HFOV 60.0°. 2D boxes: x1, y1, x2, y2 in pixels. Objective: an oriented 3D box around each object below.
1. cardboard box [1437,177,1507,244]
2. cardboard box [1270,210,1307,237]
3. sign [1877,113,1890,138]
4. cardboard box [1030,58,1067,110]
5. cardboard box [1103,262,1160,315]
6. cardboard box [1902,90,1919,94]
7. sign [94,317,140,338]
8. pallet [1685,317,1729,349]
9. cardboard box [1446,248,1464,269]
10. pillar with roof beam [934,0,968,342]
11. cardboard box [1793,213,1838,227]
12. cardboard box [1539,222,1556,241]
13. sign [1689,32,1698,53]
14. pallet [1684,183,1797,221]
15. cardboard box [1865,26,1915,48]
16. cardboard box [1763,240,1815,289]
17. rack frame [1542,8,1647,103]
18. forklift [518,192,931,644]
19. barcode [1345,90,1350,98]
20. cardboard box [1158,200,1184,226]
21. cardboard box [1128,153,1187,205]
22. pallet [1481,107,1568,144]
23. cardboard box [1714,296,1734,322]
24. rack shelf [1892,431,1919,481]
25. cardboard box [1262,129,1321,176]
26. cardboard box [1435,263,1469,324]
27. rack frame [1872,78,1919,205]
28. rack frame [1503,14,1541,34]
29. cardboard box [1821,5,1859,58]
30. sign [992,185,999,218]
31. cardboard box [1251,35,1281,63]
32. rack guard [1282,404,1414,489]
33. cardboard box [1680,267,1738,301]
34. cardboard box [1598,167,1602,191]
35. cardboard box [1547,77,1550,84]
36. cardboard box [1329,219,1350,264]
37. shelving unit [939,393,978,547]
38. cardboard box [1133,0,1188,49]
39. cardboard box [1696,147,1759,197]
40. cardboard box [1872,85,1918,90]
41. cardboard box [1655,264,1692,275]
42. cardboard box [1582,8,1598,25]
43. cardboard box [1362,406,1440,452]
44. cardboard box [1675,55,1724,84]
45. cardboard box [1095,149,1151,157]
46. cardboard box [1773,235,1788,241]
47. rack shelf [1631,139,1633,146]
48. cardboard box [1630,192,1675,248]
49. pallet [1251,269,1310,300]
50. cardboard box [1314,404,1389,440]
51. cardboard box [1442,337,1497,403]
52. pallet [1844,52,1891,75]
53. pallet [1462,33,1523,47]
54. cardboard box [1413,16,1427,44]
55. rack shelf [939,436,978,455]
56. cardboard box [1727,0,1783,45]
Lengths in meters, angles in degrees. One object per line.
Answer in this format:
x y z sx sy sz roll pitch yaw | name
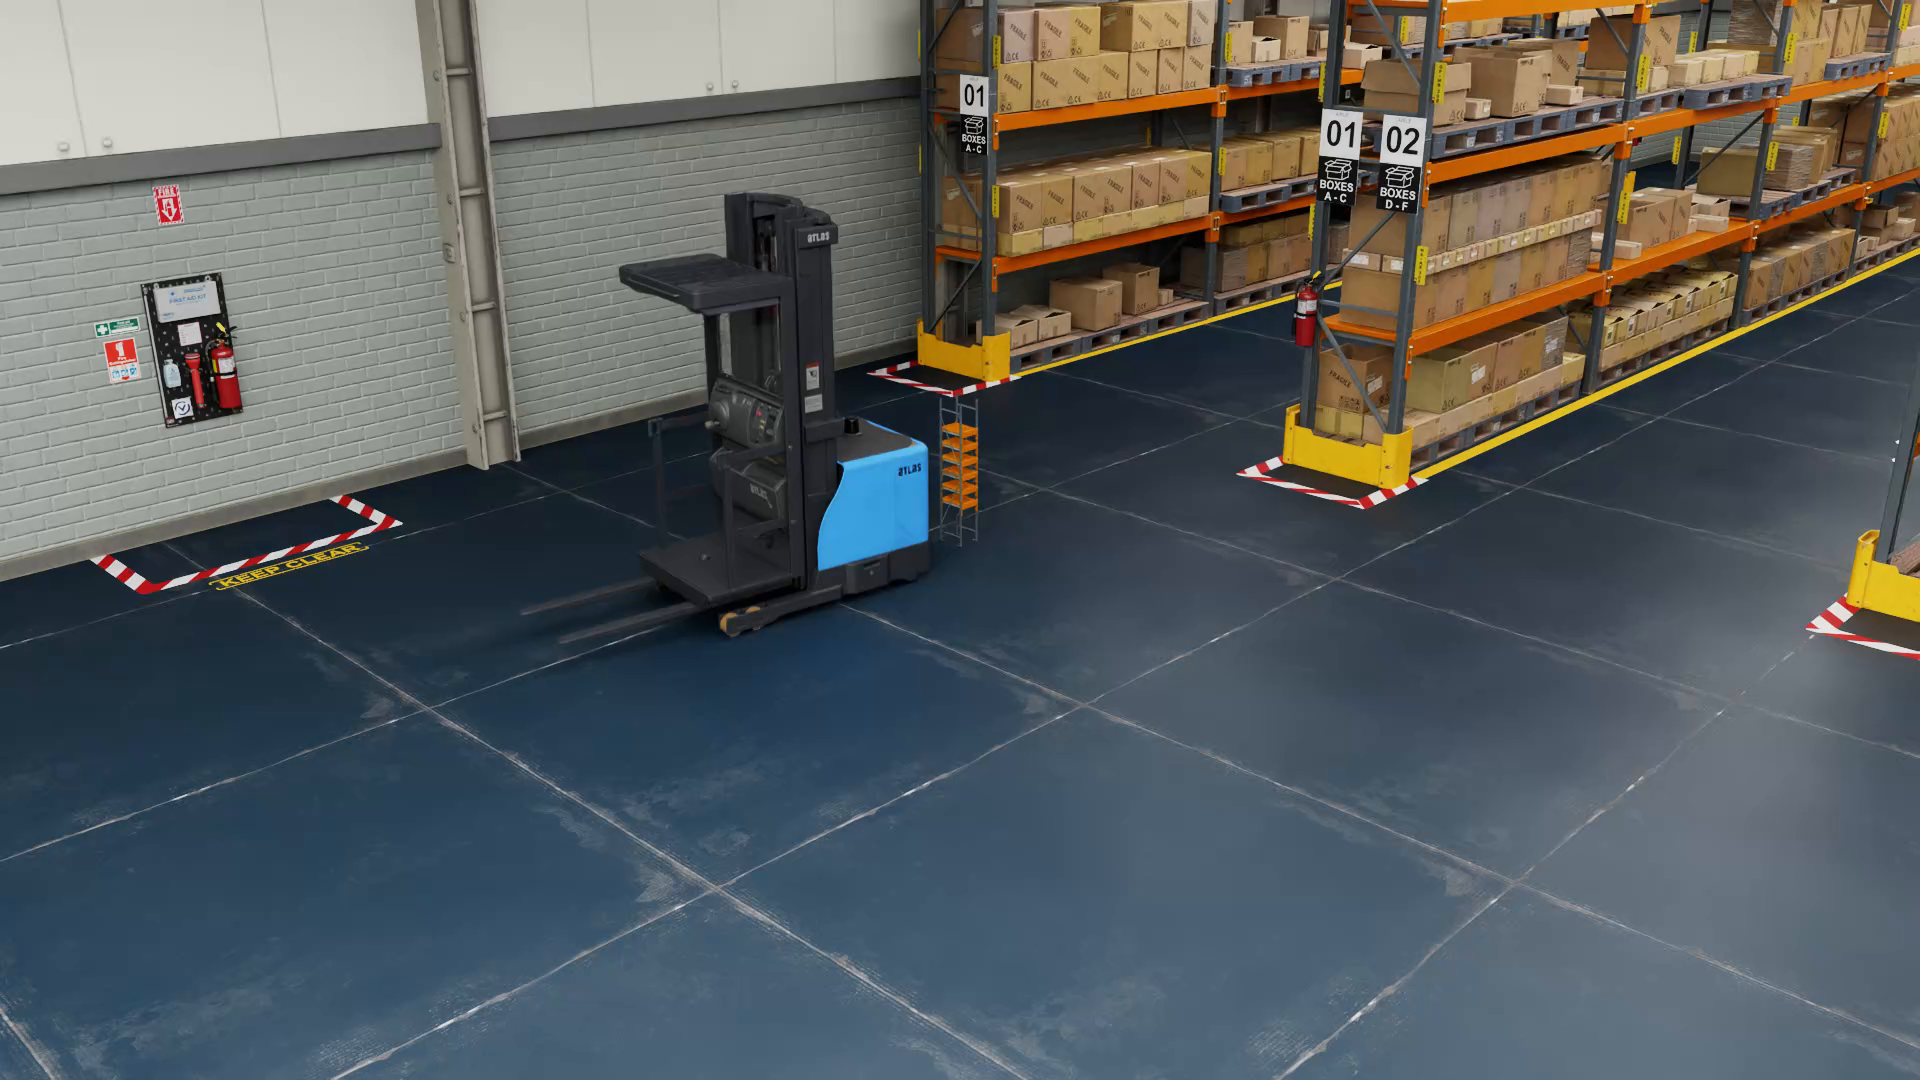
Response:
4.618 -3.086 15.475 0.700 0.500 0.500 19 28 41 | cardboard box
4.298 -4.259 22.299 0.500 0.250 0.500 19 28 40 | cardboard box
12.303 -5.524 22.152 0.100 0.325 0.005 19 28 41 | sign
0.793 -4.885 17.754 0.500 0.500 0.500 -18 27 -39 | cardboard box
2.075 -3.066 20.241 0.500 0.500 0.500 17 27 37 | cardboard box
13.870 -6.216 24.032 0.500 0.500 0.500 -19 28 -41 | cardboard box
-6.538 -1.651 12.901 0.001 0.109 0.331 19 28 41 | sign
8.511 -2.590 20.019 1.003 0.211 1.213 19 28 41 | pallet
4.317 -2.566 15.026 0.380 0.149 0.250 19 28 41 | cardboard box
2.933 -5.395 15.069 9.100 9.000 0.400 19 28 41 | pillar with roof beam
12.097 -4.378 23.655 0.500 0.500 0.500 19 28 41 | cardboard box
5.575 -3.030 16.234 0.380 0.149 0.250 19 28 40 | cardboard box
8.725 -5.871 19.768 0.100 0.325 0.005 19 28 41 | sign
9.535 -4.196 20.578 1.213 0.211 1.003 19 28 41 | pallet
12.420 -6.748 22.282 0.500 0.250 0.500 19 28 41 | cardboard box
10.710 -3.577 21.570 0.500 0.500 0.500 18 27 39 | cardboard box
6.322 -5.866 16.293 1.000 3.000 0.127 19 28 41 | rack frame
-1.699 -0.897 11.823 3.031 2.935 1.130 -16 26 -35 | forklift
3.397 -3.907 14.567 0.001 0.075 0.075 19 28 41 | barcode
2.304 -3.920 19.773 0.500 0.250 0.500 19 28 41 | cardboard box
2.318 -4.265 19.626 0.500 0.500 0.500 19 28 40 | cardboard box
4.895 -3.886 15.447 1.003 0.211 1.213 19 28 41 | pallet
8.921 -2.810 19.951 0.500 0.250 0.500 -19 28 -41 | cardboard box
8.474 -0.975 12.933 1.077 0.370 4.000 19 28 41 | rack shelf
4.387 -5.135 22.002 0.700 0.500 0.500 19 28 41 | cardboard box
4.230 -2.337 15.334 0.500 0.500 0.700 -19 28 -41 | cardboard box
14.694 -6.150 25.394 1.000 3.000 0.127 19 28 41 | rack frame
8.351 -9.161 24.866 1.000 3.000 0.127 19 28 41 | rack frame
11.049 -6.523 21.319 0.600 0.600 0.600 19 28 40 | cardboard box
0.369 -3.544 17.408 0.100 0.325 0.005 19 28 41 | sign
3.639 -6.138 20.720 0.500 0.311 0.500 -19 28 -40 | cardboard box
3.515 -0.864 15.126 1.175 0.500 0.348 19 28 41 | rack guard
8.924 -3.072 19.851 0.500 0.311 0.500 -19 28 -41 | cardboard box
10.376 -6.085 28.123 0.700 0.500 0.500 19 28 40 | cardboard box
5.405 -4.483 16.220 0.500 0.311 0.500 17 27 38 | cardboard box
5.096 -4.173 23.121 0.500 0.500 0.700 -20 29 -41 | cardboard box
-0.010 -0.556 13.350 0.258 1.200 0.189 19 28 41 | shelving unit
2.238 -5.886 18.966 0.500 0.500 0.500 -18 28 -39 | cardboard box
9.471 -4.526 20.445 0.700 0.500 0.500 9 23 23 | cardboard box
13.836 -6.479 24.717 0.500 0.500 0.500 20 28 41 | cardboard box
8.537 -3.207 20.202 0.500 0.311 0.500 -19 28 -40 | cardboard box
9.741 -8.306 26.308 0.500 0.250 0.500 18 28 39 | cardboard box
4.065 -1.032 15.326 0.500 0.250 0.500 19 28 41 | cardboard box
8.077 -5.206 18.380 0.500 0.250 0.500 19 28 40 | cardboard box
1.929 -4.393 19.959 0.500 0.500 0.500 19 28 40 | cardboard box
10.673 -3.831 22.231 0.500 0.500 0.500 20 29 41 | cardboard box
9.747 -6.539 27.409 1.077 0.370 4.000 19 28 41 | rack shelf
7.587 -3.570 18.541 0.500 0.500 0.500 19 28 41 | cardboard box
4.164 -3.518 22.434 1.003 0.211 1.213 19 28 41 | pallet
3.694 -1.162 15.663 0.500 0.250 0.500 19 28 41 | cardboard box
4.752 -1.643 15.869 0.500 0.500 0.500 19 28 41 | cardboard box
11.398 -6.284 21.824 1.213 0.211 1.003 19 28 41 | pallet
7.747 -7.423 24.793 0.805 0.209 1.217 18 27 39 | pallet
6.190 -7.273 23.382 0.700 0.500 0.500 17 27 38 | cardboard box
-0.010 -0.739 13.279 0.258 0.103 0.180 19 28 41 | rack shelf
9.422 -6.118 19.596 0.500 0.500 0.500 19 28 41 | cardboard box
